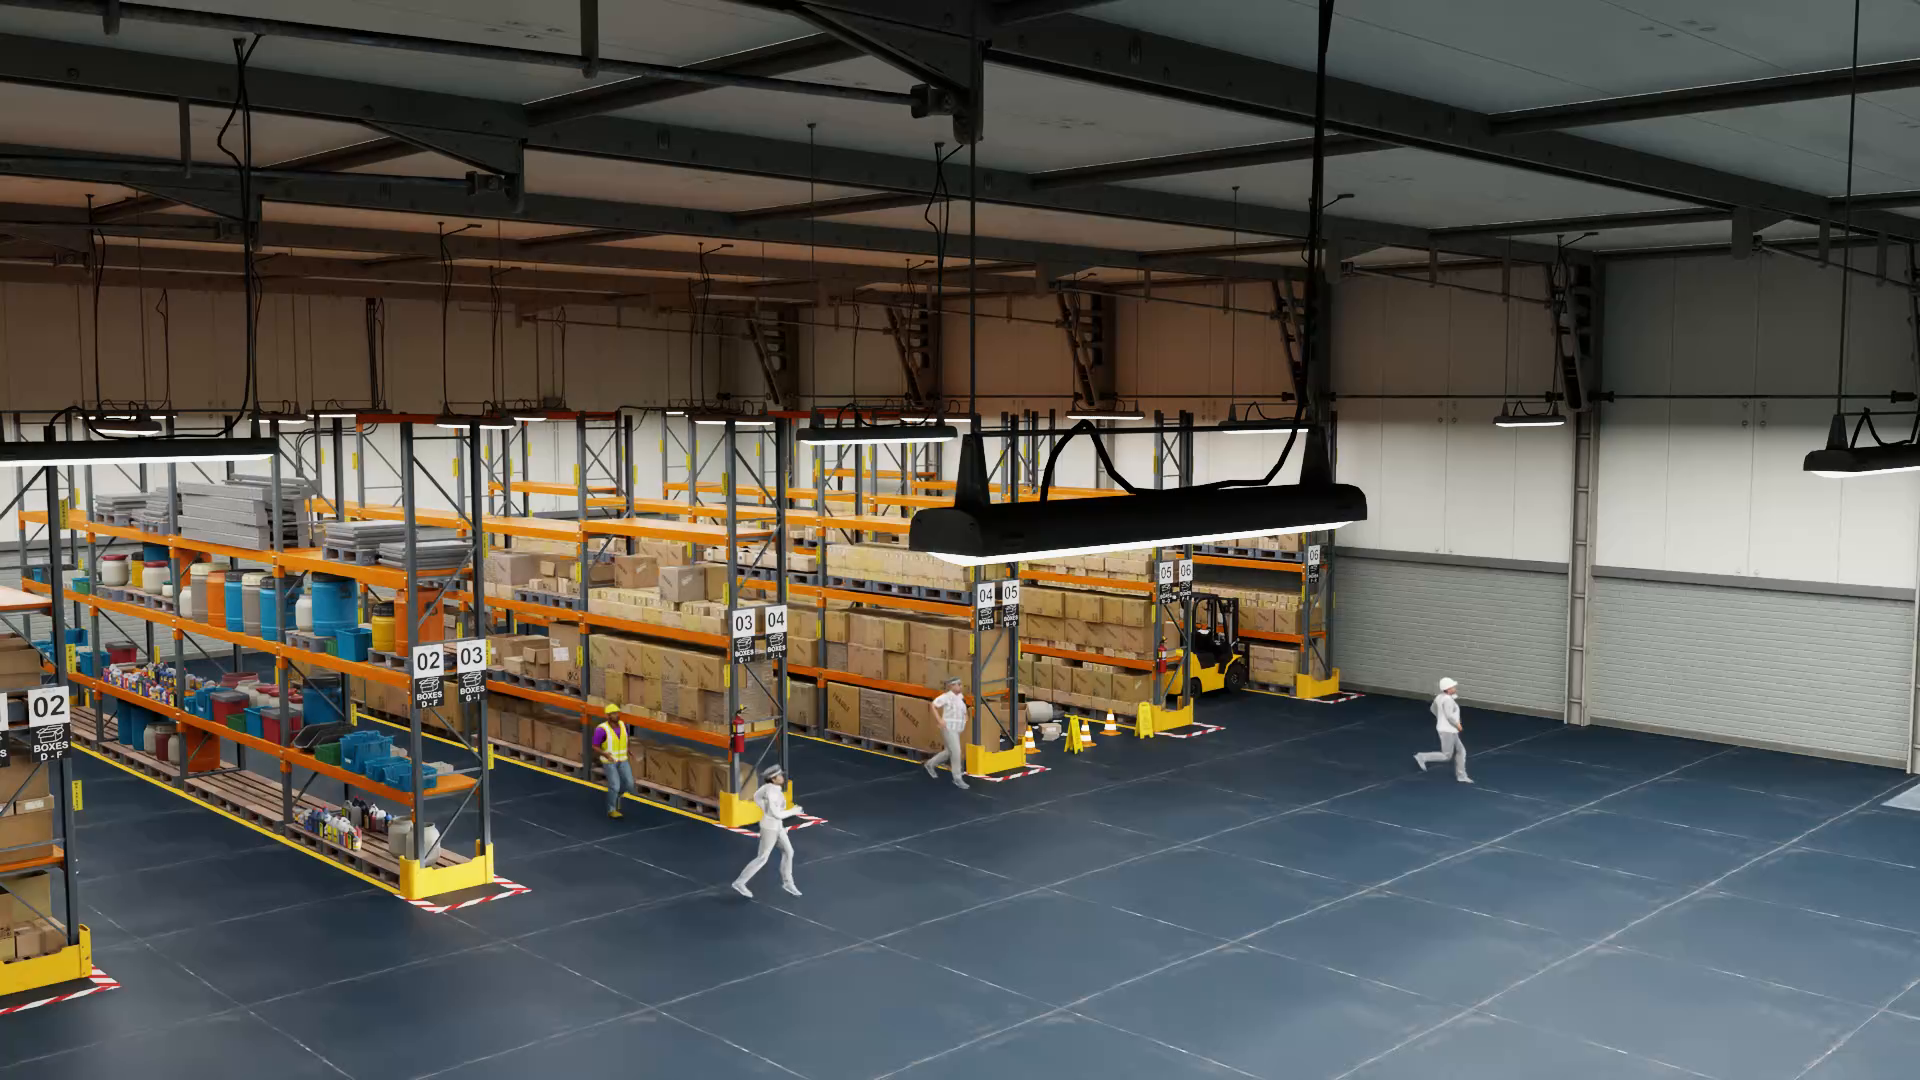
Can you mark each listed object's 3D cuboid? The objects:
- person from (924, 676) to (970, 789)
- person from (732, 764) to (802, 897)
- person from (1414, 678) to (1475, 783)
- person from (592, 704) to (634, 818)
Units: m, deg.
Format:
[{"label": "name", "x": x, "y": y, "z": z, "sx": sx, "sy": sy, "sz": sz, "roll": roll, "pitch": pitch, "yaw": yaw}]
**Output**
[{"label": "person", "x": -0.138, "y": 3.101, "z": 27.201, "sx": 0.947, "sy": 1.774, "sz": 0.703, "roll": 3, "pitch": 6, "yaw": 30}, {"label": "person", "x": -2.426, "y": 3.671, "z": 20.929, "sx": 0.872, "sy": 1.740, "sz": 0.620, "roll": -1, "pitch": 5, "yaw": -7}, {"label": "person", "x": 7.941, "y": 3.126, "z": 27.196, "sx": 0.997, "sy": 1.759, "sz": 0.643, "roll": 1, "pitch": 5, "yaw": 8}, {"label": "person", "x": -5.150, "y": 3.304, "z": 24.882, "sx": 0.674, "sy": 1.721, "sz": 0.569, "roll": -5, "pitch": 7, "yaw": -44}]
